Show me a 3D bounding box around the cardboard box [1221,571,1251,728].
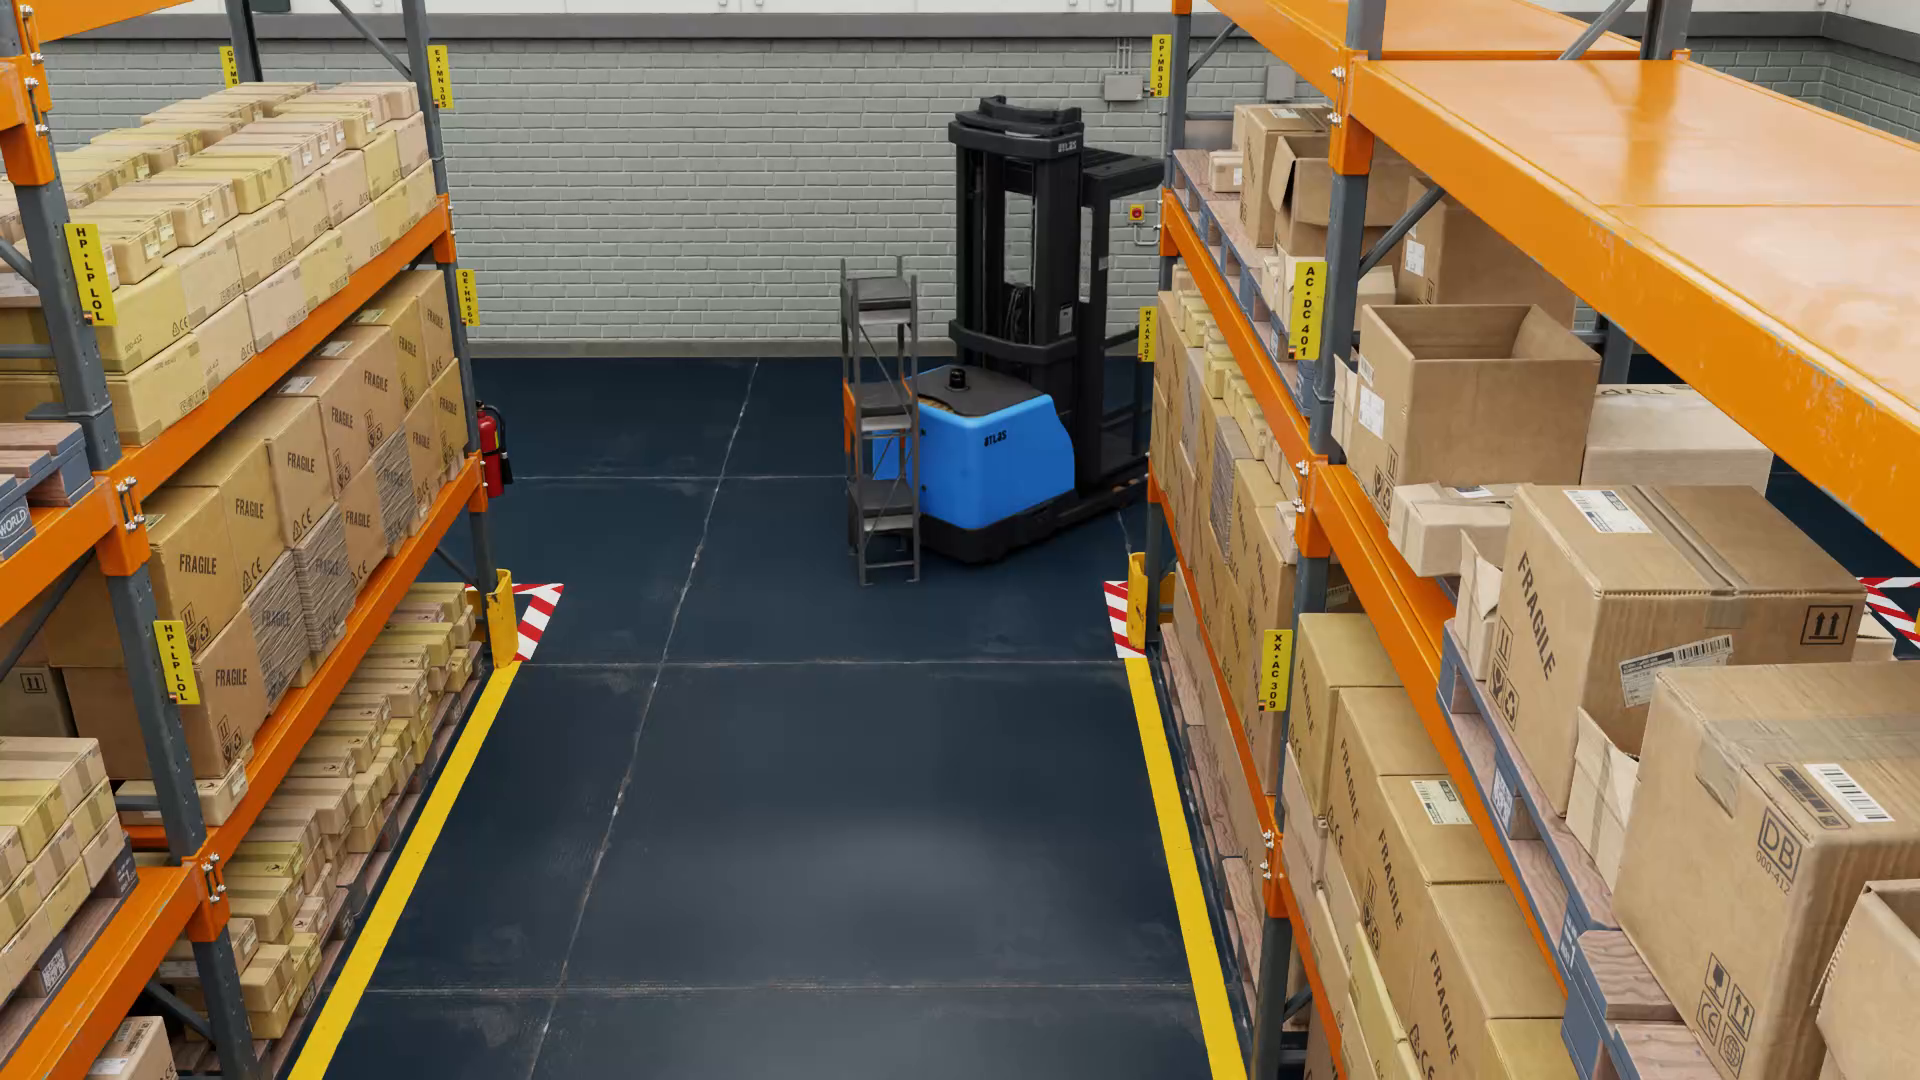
[{"bbox_3d":[1.408,0.446,7.002,0.500,0.500,0.500,-1,24,-2],"label":"cardboard box"}]

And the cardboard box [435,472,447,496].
[{"bbox_3d":[-3.061,-0.340,9.167,0.380,0.149,0.250,0,24,-1],"label":"cardboard box"}]

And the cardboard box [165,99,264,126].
[{"bbox_3d":[-3.622,-2.047,8.086,0.380,0.149,0.250,0,24,-1],"label":"cardboard box"}]

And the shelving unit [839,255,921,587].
[{"bbox_3d":[-0.519,-0.761,10.885,0.431,2.100,0.503,-5,25,-11],"label":"shelving unit"}]

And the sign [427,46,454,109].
[{"bbox_3d":[-2.757,-2.455,8.823,0.100,0.325,0.005,0,24,-1],"label":"sign"}]

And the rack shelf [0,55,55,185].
[{"bbox_3d":[-3.247,-0.442,3.164,1.077,0.370,4.000,0,24,-1],"label":"rack shelf"}]

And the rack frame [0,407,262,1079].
[{"bbox_3d":[-3.269,0.958,5.992,1.000,3.000,0.127,0,24,-1],"label":"rack frame"}]

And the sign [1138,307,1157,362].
[{"bbox_3d":[1.081,-1.185,9.583,0.100,0.325,0.005,0,24,-1],"label":"sign"}]

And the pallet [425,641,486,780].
[{"bbox_3d":[-3.338,0.946,9.401,1.003,0.211,1.213,0,24,-1],"label":"pallet"}]

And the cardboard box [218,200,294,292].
[{"bbox_3d":[-3.026,-1.180,6.655,0.500,0.250,0.500,0,24,0],"label":"cardboard box"}]

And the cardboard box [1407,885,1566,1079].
[{"bbox_3d":[1.445,1.205,4.112,0.500,0.500,0.500,-1,24,-1],"label":"cardboard box"}]

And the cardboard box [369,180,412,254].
[{"bbox_3d":[-3.030,-1.592,8.173,0.500,0.250,0.500,0,24,0],"label":"cardboard box"}]

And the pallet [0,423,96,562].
[{"bbox_3d":[-3.369,-0.068,4.849,1.213,0.211,1.003,0,24,-1],"label":"pallet"}]

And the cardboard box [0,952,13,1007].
[{"bbox_3d":[-3.060,1.357,4.905,0.380,0.149,0.250,-1,24,-3],"label":"cardboard box"}]

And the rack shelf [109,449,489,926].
[{"bbox_3d":[-3.291,0.461,7.963,1.077,0.370,4.000,0,24,-1],"label":"rack shelf"}]

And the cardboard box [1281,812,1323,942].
[{"bbox_3d":[1.421,1.145,5.761,0.500,0.250,0.500,-1,24,-2],"label":"cardboard box"}]

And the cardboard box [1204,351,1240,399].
[{"bbox_3d":[1.338,-0.764,7.678,0.380,0.149,0.250,-1,24,-2],"label":"cardboard box"}]

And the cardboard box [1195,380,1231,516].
[{"bbox_3d":[1.389,-0.426,7.717,0.500,0.500,0.500,0,24,0],"label":"cardboard box"}]

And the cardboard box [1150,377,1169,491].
[{"bbox_3d":[1.354,-0.601,9.317,0.500,0.500,0.500,0,24,-1],"label":"cardboard box"}]

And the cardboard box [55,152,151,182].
[{"bbox_3d":[-3.609,-1.515,6.911,0.380,0.149,0.250,-1,24,-1],"label":"cardboard box"}]

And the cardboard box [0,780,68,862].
[{"bbox_3d":[-3.065,0.885,5.226,0.380,0.149,0.250,-1,24,-2],"label":"cardboard box"}]

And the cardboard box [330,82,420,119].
[{"bbox_3d":[-3.015,-2.263,8.564,0.380,0.149,0.250,0,24,-1],"label":"cardboard box"}]

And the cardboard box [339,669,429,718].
[{"bbox_3d":[-2.980,0.790,8.590,0.380,0.149,0.250,1,24,1],"label":"cardboard box"}]

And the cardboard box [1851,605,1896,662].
[{"bbox_3d":[1.850,0.221,3.756,0.380,0.166,0.250,2,24,4],"label":"cardboard box"}]

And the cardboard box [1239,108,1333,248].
[{"bbox_3d":[1.508,-1.572,7.194,0.500,0.500,0.500,0,24,0],"label":"cardboard box"}]

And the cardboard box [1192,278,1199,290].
[{"bbox_3d":[1.437,-1.296,8.853,0.380,0.149,0.250,0,24,1],"label":"cardboard box"}]

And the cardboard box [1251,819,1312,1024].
[{"bbox_3d":[1.780,1.611,7.148,0.875,0.438,0.875,-1,24,-1],"label":"cardboard box"}]

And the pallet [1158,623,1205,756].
[{"bbox_3d":[1.723,0.845,9.625,1.003,0.211,1.213,0,24,-1],"label":"pallet"}]

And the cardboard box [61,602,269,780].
[{"bbox_3d":[-3.022,0.572,6.364,0.500,0.500,0.500,-1,24,-2],"label":"cardboard box"}]

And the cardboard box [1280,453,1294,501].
[{"bbox_3d":[1.471,-0.240,6.519,0.380,0.149,0.250,0,24,0],"label":"cardboard box"}]

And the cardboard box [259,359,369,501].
[{"bbox_3d":[-3.030,-0.499,7.517,0.500,0.500,0.500,-1,24,-2],"label":"cardboard box"}]

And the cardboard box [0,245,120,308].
[{"bbox_3d":[-3.030,-0.871,5.487,0.380,0.149,0.250,-1,24,-2],"label":"cardboard box"}]

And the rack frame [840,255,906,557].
[{"bbox_3d":[-0.571,-0.860,11.103,0.400,2.100,0.015,-5,25,-11],"label":"rack frame"}]

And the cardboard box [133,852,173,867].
[{"bbox_3d":[-3.585,1.441,7.151,0.380,0.149,0.250,0,24,-1],"label":"cardboard box"}]

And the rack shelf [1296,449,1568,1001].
[{"bbox_3d":[1.702,0.679,3.841,1.077,0.370,4.000,0,24,-1],"label":"rack shelf"}]

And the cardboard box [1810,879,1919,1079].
[{"bbox_3d":[1.568,0.782,2.105,0.797,0.503,0.637,-2,24,-4],"label":"cardboard box"}]

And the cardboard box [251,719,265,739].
[{"bbox_3d":[-3.077,0.738,6.782,0.380,0.149,0.250,-1,24,-3],"label":"cardboard box"}]

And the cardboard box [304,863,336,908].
[{"bbox_3d":[-3.062,1.598,7.527,0.380,0.149,0.250,-1,24,-2],"label":"cardboard box"}]

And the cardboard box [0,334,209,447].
[{"bbox_3d":[-3.010,-0.533,5.829,0.500,0.250,0.500,1,24,2],"label":"cardboard box"}]

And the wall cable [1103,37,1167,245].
[{"bbox_3d":[1.551,-3.555,14.699,0.585,1.953,0.123,0,24,-1],"label":"wall cable"}]

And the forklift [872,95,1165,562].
[{"bbox_3d":[0.757,-1.699,11.949,1.130,2.935,3.031,22,32,39],"label":"forklift"}]

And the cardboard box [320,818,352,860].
[{"bbox_3d":[-3.064,1.350,7.713,0.380,0.149,0.250,1,24,2],"label":"cardboard box"}]

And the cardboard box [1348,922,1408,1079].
[{"bbox_3d":[1.415,1.340,4.723,0.500,0.250,0.500,0,24,0],"label":"cardboard box"}]

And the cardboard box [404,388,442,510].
[{"bbox_3d":[-3.050,-0.475,8.679,0.500,0.500,0.500,-1,24,-1],"label":"cardboard box"}]

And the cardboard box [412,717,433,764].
[{"bbox_3d":[-2.996,1.054,8.729,0.380,0.149,0.250,-1,24,-3],"label":"cardboard box"}]

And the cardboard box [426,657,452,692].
[{"bbox_3d":[-3.014,0.712,9.125,0.380,0.149,0.250,-1,24,-3],"label":"cardboard box"}]

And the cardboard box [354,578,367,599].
[{"bbox_3d":[-3.081,0.198,7.978,0.380,0.149,0.250,0,24,0],"label":"cardboard box"}]

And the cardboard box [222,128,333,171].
[{"bbox_3d":[-3.033,-1.735,7.397,0.380,0.149,0.250,0,24,1],"label":"cardboard box"}]

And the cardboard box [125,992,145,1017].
[{"bbox_3d":[-3.614,1.905,6.847,0.380,0.149,0.250,0,24,0],"label":"cardboard box"}]

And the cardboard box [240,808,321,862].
[{"bbox_3d":[-3.087,1.326,7.405,0.380,0.149,0.250,-1,24,-2],"label":"cardboard box"}]
